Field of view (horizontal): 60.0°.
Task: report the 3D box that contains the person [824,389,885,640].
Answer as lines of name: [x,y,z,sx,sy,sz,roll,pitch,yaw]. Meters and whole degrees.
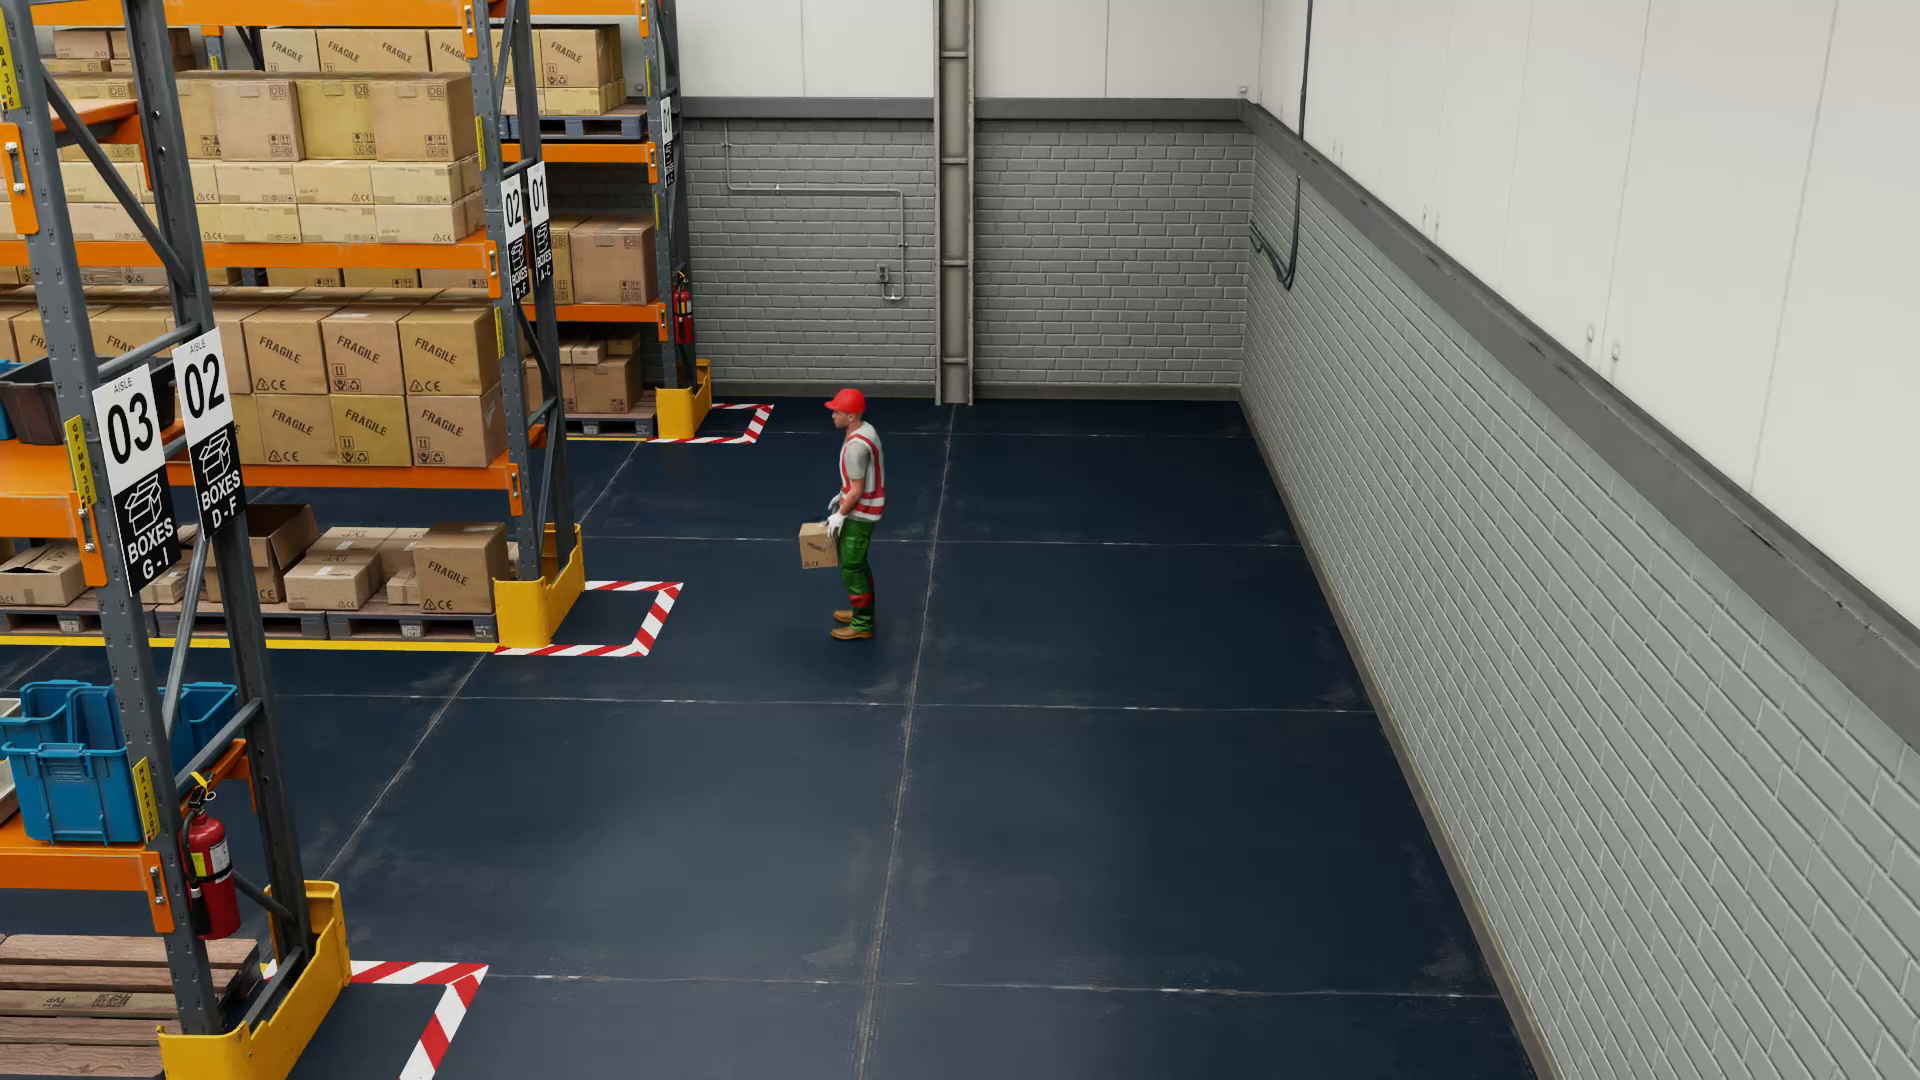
person: [-0.724,-0.187,11.543,0.414,1.788,0.544,0,21,0]
